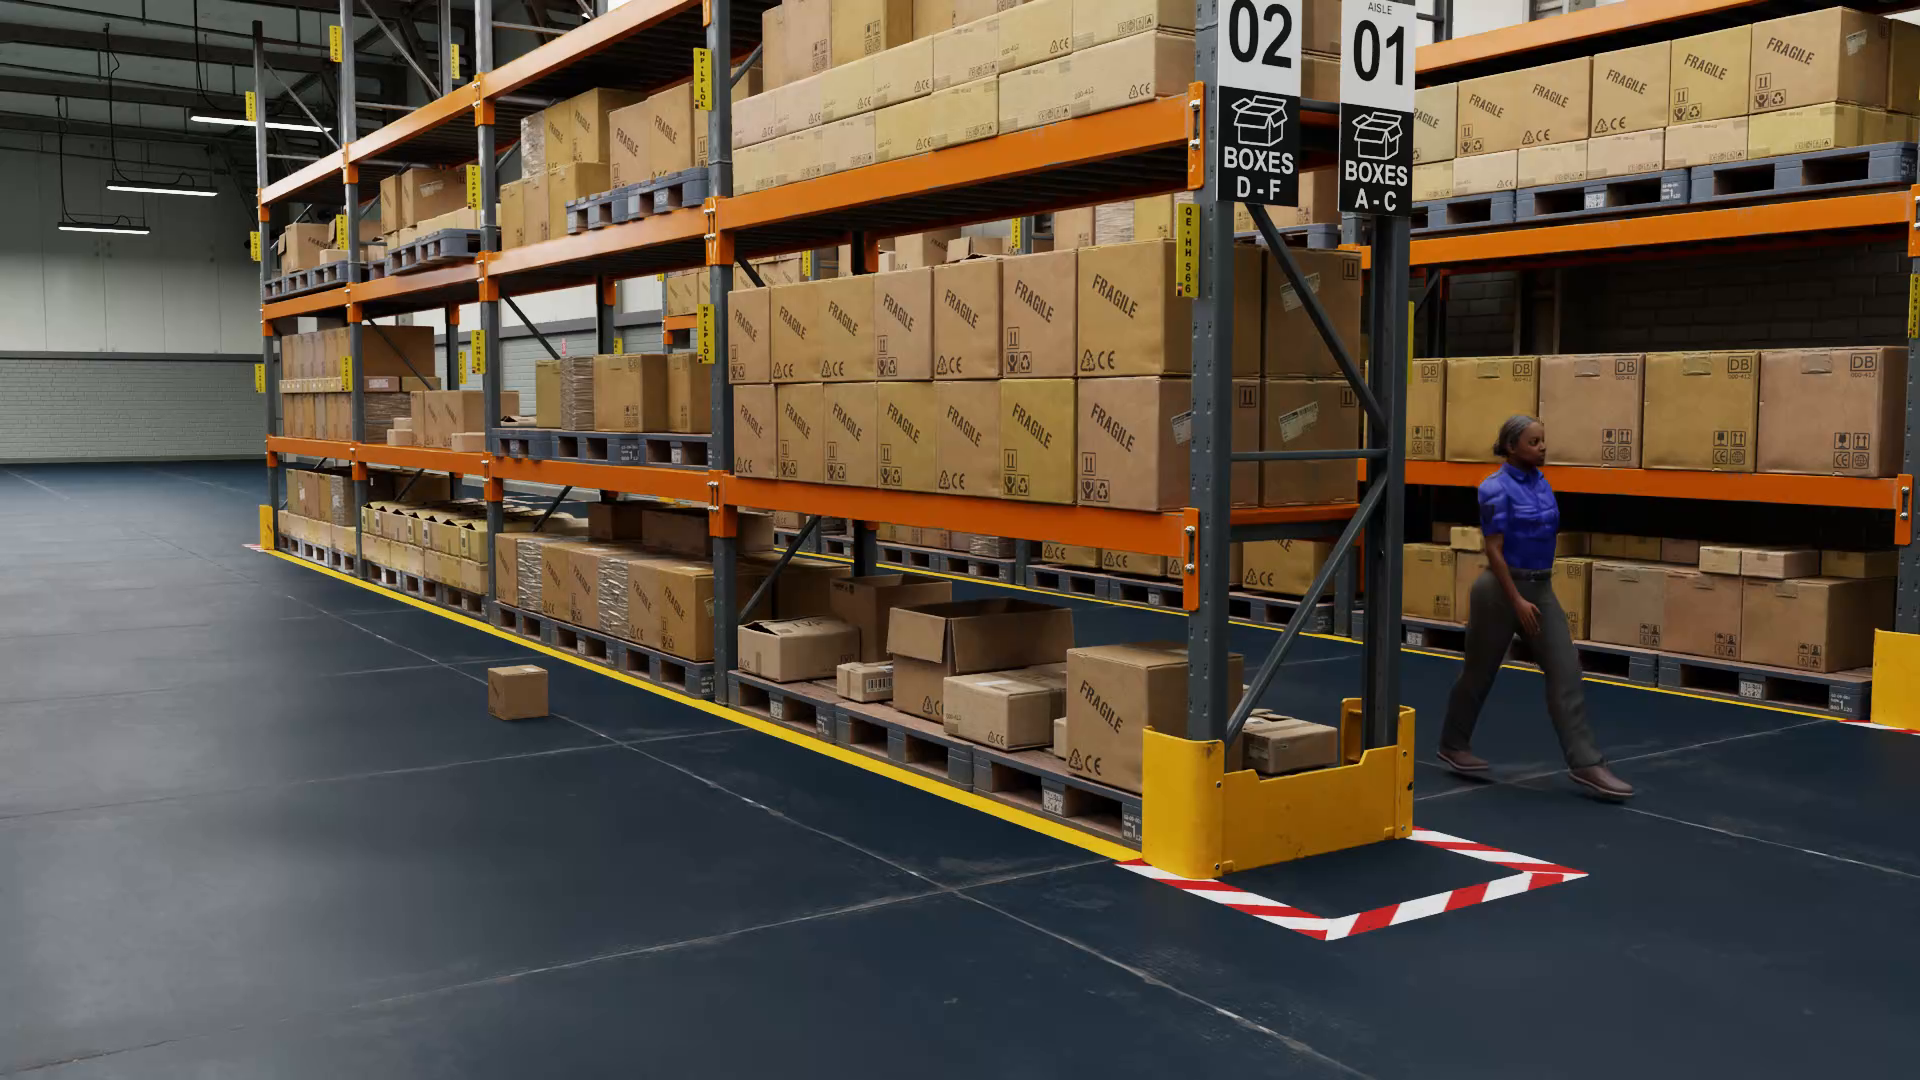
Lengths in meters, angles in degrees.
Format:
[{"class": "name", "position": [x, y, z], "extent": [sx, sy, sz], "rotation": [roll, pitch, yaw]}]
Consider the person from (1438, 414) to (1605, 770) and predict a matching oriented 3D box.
[{"class": "person", "position": [2.460, 0.218, 7.329], "extent": [0.460, 1.541, 0.767], "rotation": [-3, 6, -30]}]
